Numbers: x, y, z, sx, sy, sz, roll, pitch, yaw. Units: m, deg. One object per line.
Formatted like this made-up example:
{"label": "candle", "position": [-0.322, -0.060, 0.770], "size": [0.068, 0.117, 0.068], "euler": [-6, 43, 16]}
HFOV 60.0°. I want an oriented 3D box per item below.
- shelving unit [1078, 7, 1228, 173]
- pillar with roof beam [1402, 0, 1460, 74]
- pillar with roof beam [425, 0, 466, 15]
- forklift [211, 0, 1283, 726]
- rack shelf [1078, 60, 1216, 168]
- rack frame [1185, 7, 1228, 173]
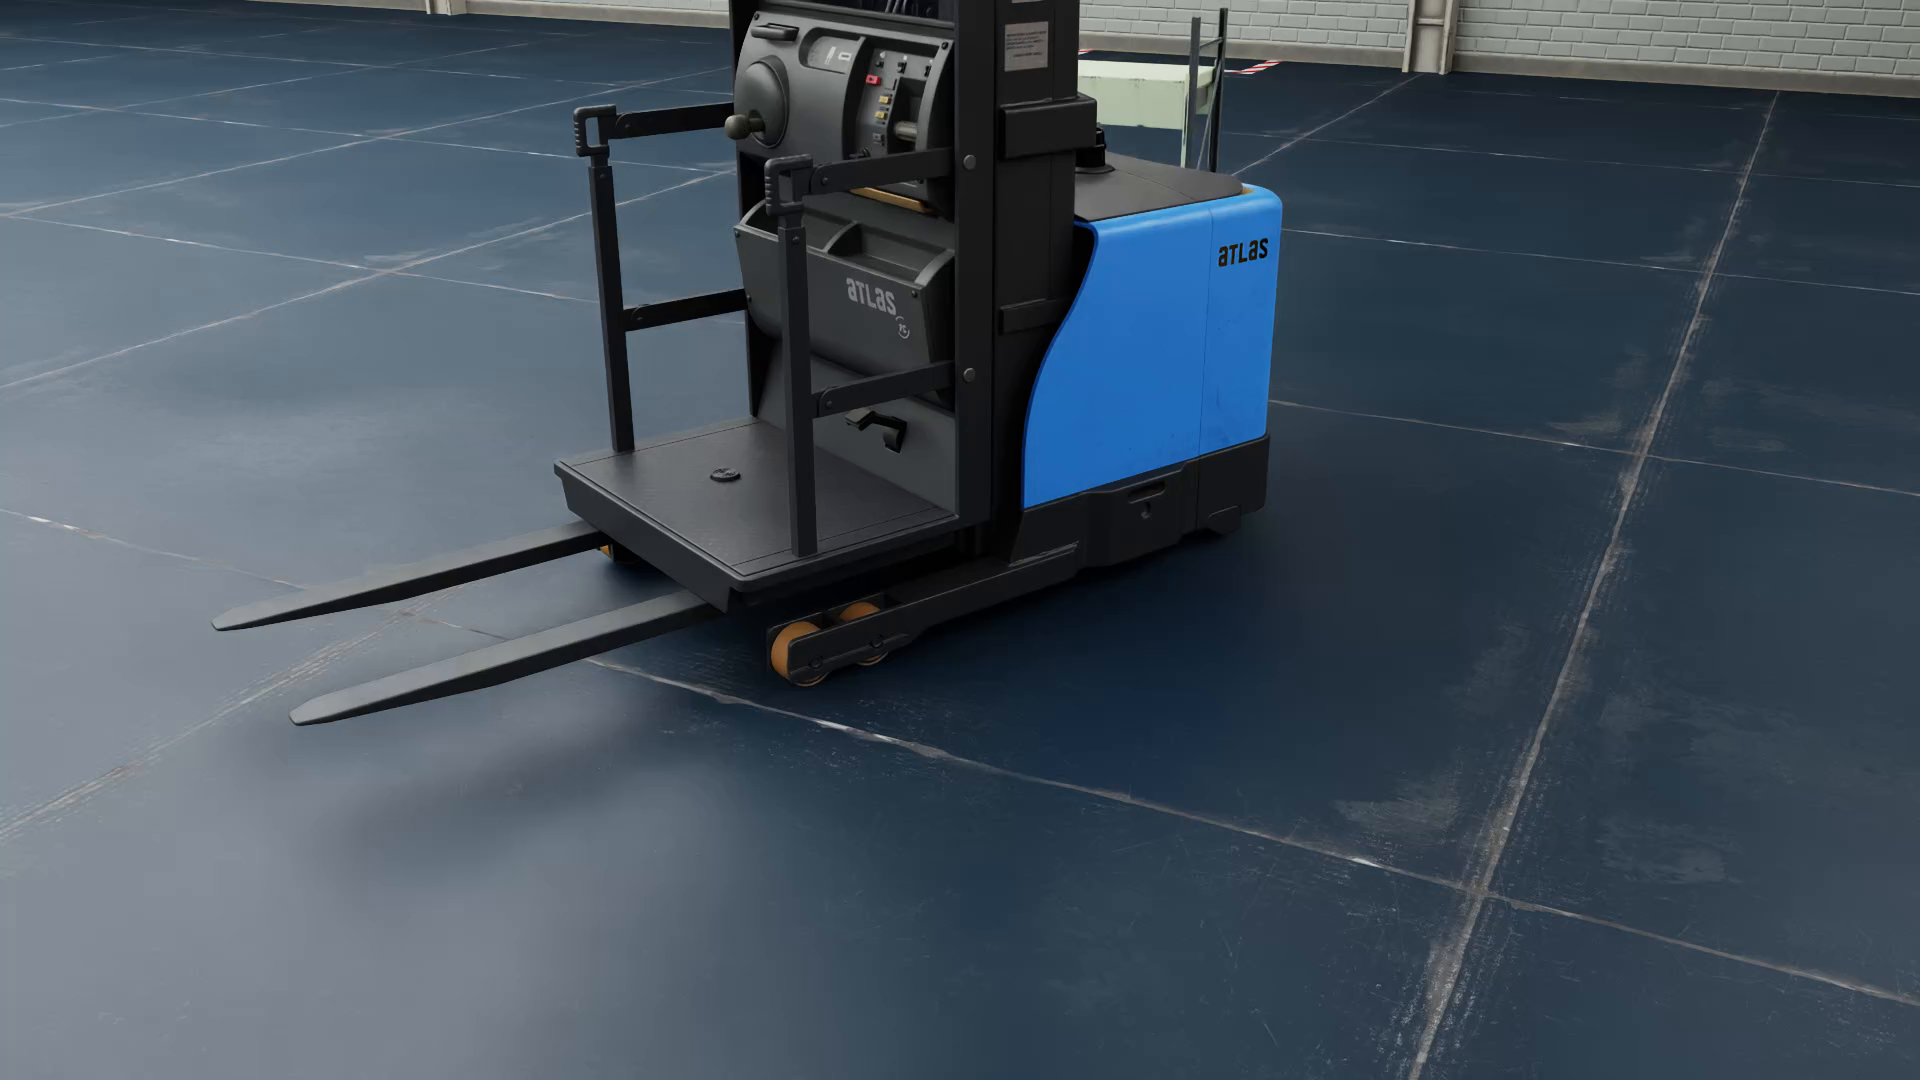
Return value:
{"label": "shelving unit", "position": [0.499, -1.130, 5.985], "size": [0.755, 1.500, 0.431], "euler": [9, 24, 21]}
{"label": "pillar with roof beam", "position": [2.431, -7.029, 10.280], "size": [0.400, 9.000, 9.100], "euler": [11, 25, 25]}
{"label": "pillar with roof beam", "position": [-8.278, -9.148, 15.263], "size": [0.400, 9.000, 9.100], "euler": [11, 25, 25]}
{"label": "forklift", "position": [-0.492, -1.199, 4.324], "size": [3.031, 2.935, 1.130], "euler": [-17, 28, -34]}
{"label": "rack shelf", "position": [0.500, -1.490, 5.835], "size": [0.720, 0.370, 0.431], "euler": [9, 24, 21]}
{"label": "rack frame", "position": [0.837, -1.075, 5.857], "size": [0.023, 1.500, 0.400], "euler": [9, 24, 21]}
